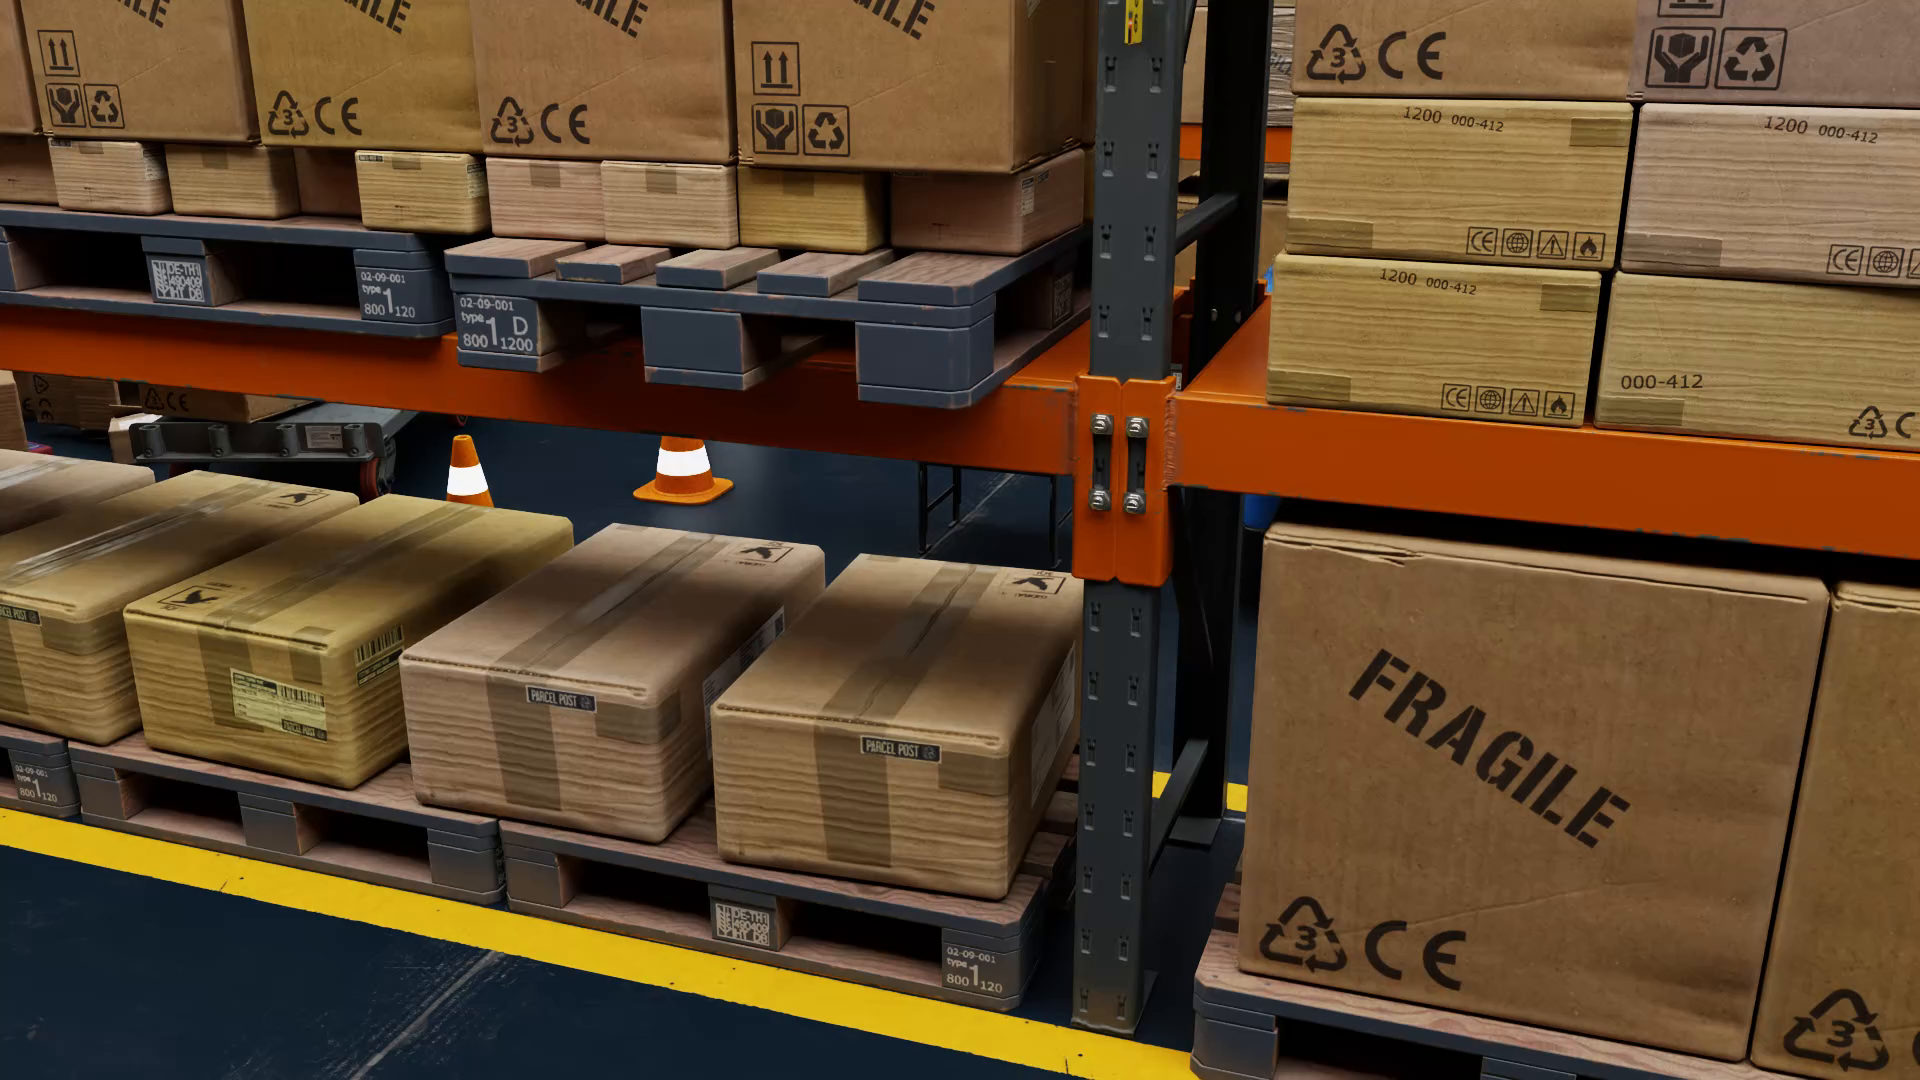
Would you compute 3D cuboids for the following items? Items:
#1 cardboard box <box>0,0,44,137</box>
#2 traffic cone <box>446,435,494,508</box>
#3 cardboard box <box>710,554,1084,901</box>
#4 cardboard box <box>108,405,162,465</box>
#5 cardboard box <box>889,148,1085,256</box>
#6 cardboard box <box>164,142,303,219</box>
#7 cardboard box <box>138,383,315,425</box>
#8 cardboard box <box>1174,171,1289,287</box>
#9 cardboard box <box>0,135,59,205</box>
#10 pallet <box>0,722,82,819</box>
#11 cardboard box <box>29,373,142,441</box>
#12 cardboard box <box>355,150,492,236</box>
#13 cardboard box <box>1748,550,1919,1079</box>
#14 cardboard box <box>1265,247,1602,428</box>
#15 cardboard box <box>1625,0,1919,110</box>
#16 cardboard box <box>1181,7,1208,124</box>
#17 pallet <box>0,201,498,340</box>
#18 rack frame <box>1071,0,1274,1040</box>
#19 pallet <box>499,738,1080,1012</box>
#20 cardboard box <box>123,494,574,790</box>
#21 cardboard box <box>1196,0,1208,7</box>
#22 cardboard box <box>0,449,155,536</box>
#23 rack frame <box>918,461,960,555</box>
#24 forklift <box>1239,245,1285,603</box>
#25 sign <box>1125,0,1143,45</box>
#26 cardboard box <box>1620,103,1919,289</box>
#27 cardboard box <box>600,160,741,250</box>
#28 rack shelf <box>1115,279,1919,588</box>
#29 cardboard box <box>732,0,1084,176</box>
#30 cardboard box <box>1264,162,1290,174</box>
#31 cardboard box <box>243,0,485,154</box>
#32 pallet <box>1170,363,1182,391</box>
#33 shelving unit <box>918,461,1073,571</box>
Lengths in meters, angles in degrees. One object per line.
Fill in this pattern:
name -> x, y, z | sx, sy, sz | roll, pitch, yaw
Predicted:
cardboard box -> -2.050, -1.164, 3.617 | 0.500, 0.500, 0.500 | 6, 20, 18
traffic cone -> -1.704, -0.133, 5.755 | 0.334, 0.463, 0.336 | 7, 20, 18
cardboard box -> -0.087, 0.381, 3.781 | 0.625, 0.372, 0.950 | 5, 20, 14
cardboard box -> -3.400, -0.494, 7.090 | 0.396, 0.266, 0.258 | -7, 20, -20
cardboard box -> 0.057, -0.640, 3.098 | 0.250, 0.149, 0.380 | 7, 21, 20
cardboard box -> -1.433, -0.782, 3.507 | 0.250, 0.149, 0.380 | 6, 20, 16
cardboard box -> -2.779, -0.764, 6.357 | 0.500, 0.500, 0.500 | 7, 20, 18
cardboard box -> 1.427, -1.377, 8.250 | 0.750, 0.750, 1.050 | 6, 20, 17
cardboard box -> -1.929, -0.847, 3.692 | 0.250, 0.149, 0.380 | 7, 20, 18
pallet -> -2.599, 0.371, 4.692 | 1.213, 0.211, 1.003 | 7, 20, 18
cardboard box -> -3.737, -0.846, 7.533 | 0.503, 0.637, 0.797 | 7, 20, 18
cardboard box -> -0.973, -0.714, 3.312 | 0.250, 0.149, 0.380 | 7, 20, 19
cardboard box -> 1.910, 0.405, 2.946 | 0.875, 0.875, 0.875 | 7, 20, 19
cardboard box -> 0.823, -0.396, 2.882 | 0.500, 0.250, 0.500 | 6, 20, 17
cardboard box -> 1.301, -0.937, 2.537 | 0.500, 0.500, 0.500 | 7, 20, 18
cardboard box -> 0.988, -2.214, 7.720 | 0.500, 0.500, 0.500 | 7, 20, 18
pallet -> -1.440, -0.708, 3.842 | 1.213, 0.211, 1.003 | 7, 20, 18
rack frame -> 0.443, -0.598, 3.234 | 0.127, 3.000, 1.000 | 7, 20, 18
pallet -> -0.294, 0.634, 3.936 | 1.213, 0.211, 1.003 | 7, 20, 18
cardboard box -> -1.501, 0.220, 4.243 | 0.625, 0.372, 0.950 | 7, 20, 20
cardboard box -> 1.073, -2.773, 7.803 | 0.500, 0.500, 0.700 | 6, 20, 17
cardboard box -> -2.839, 0.069, 4.676 | 0.625, 0.372, 0.950 | 7, 20, 19
rack frame -> -0.074, -1.000, 5.755 | 0.015, 2.100, 0.400 | 7, 20, 18
forklift -> 2.454, -1.155, 4.936 | 3.031, 2.935, 1.130 | 5, 20, 15
sign -> 0.274, -0.937, 2.569 | 0.005, 0.325, 0.100 | 7, 20, 18
cardboard box -> 1.329, -0.575, 2.638 | 0.500, 0.250, 0.500 | 7, 20, 19
cardboard box -> -0.473, -0.659, 3.154 | 0.250, 0.149, 0.380 | 6, 20, 18
rack shelf -> 2.333, -0.042, 2.732 | 4.000, 0.370, 1.077 | 7, 20, 18
cardboard box -> -0.077, -0.946, 2.992 | 0.500, 0.500, 0.500 | 6, 20, 16
cardboard box -> 2.528, -2.828, 12.763 | 0.500, 0.500, 0.700 | 5, 20, 14
cardboard box -> -1.046, -1.053, 3.298 | 0.500, 0.500, 0.500 | 5, 20, 14
pallet -> 1.252, -0.940, 8.451 | 1.213, 0.211, 1.003 | 7, 20, 18
shelving unit -> 0.156, -0.974, 5.679 | 0.503, 2.100, 0.431 | 7, 20, 18
